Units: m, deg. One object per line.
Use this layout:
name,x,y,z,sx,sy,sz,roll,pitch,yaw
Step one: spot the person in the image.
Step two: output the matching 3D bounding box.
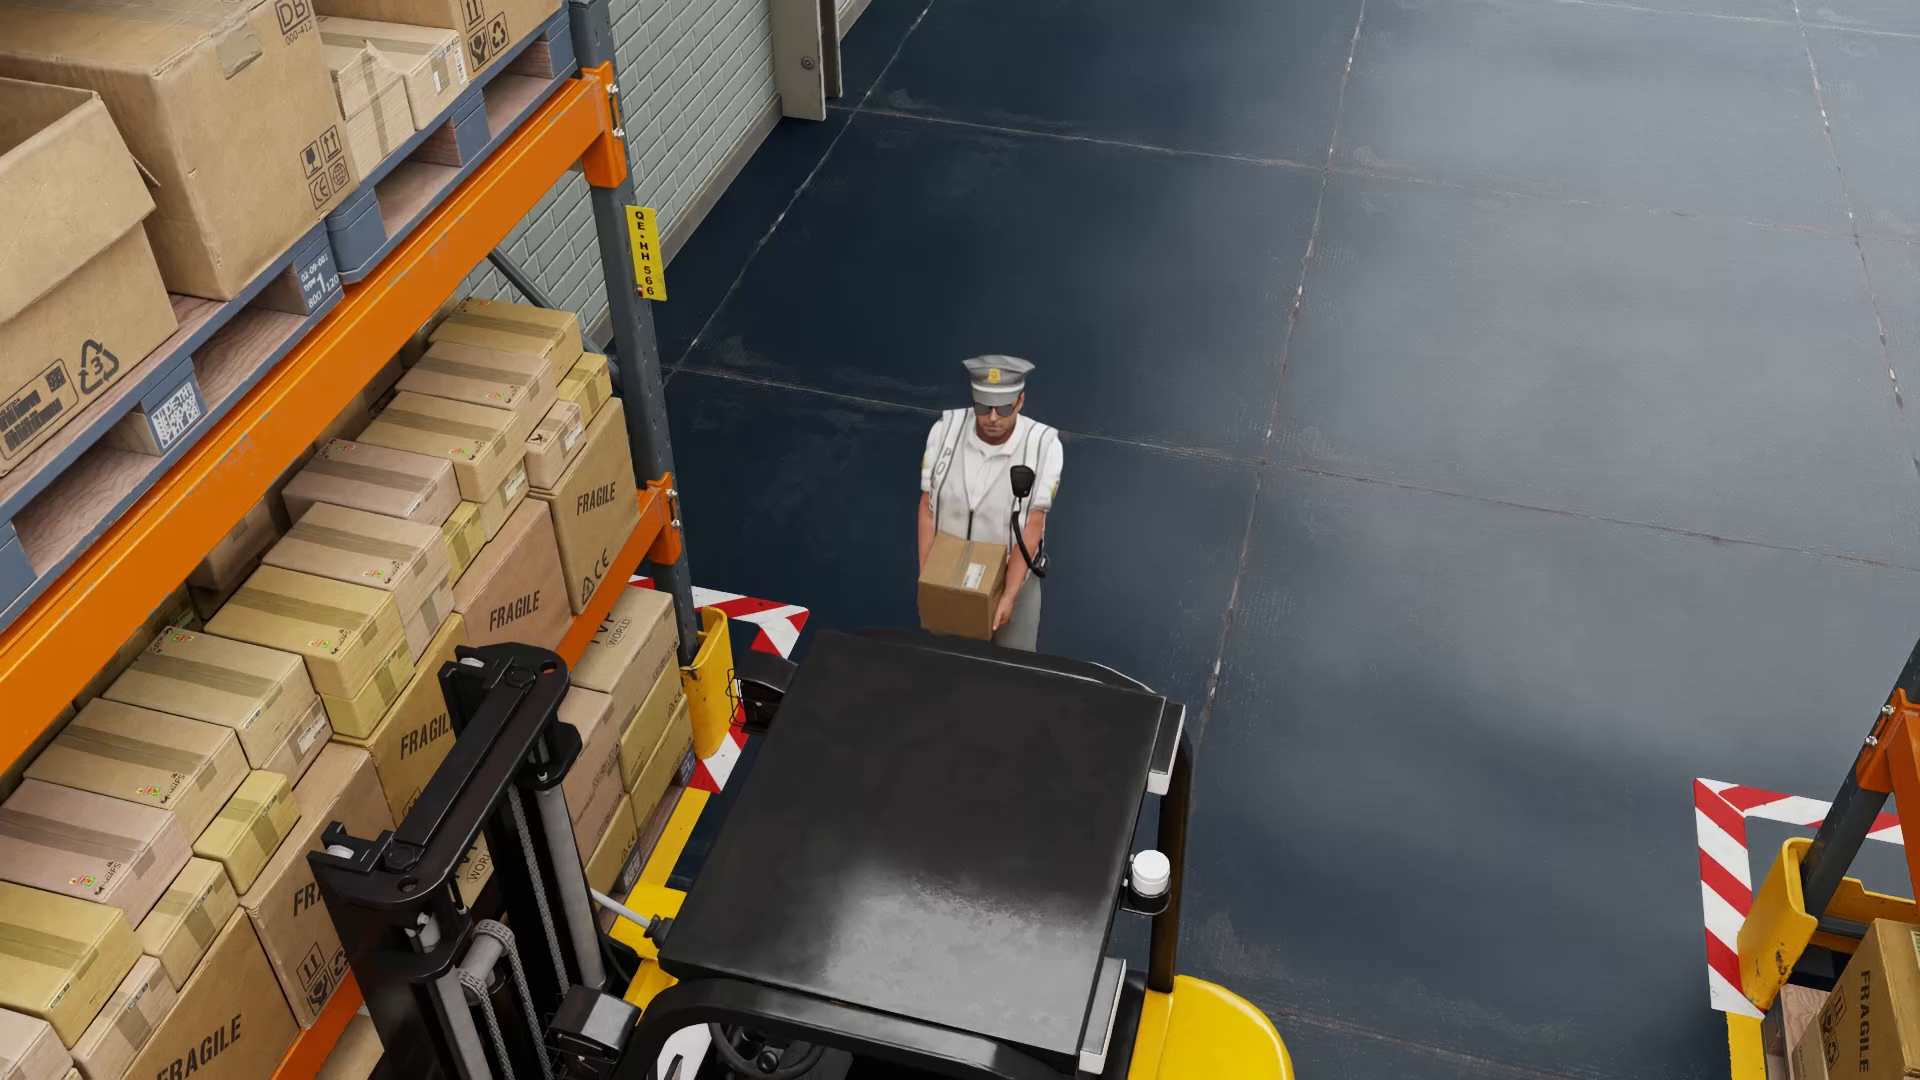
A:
person,0.080,0.140,5.980,0.494,1.767,0.556,11,42,12
